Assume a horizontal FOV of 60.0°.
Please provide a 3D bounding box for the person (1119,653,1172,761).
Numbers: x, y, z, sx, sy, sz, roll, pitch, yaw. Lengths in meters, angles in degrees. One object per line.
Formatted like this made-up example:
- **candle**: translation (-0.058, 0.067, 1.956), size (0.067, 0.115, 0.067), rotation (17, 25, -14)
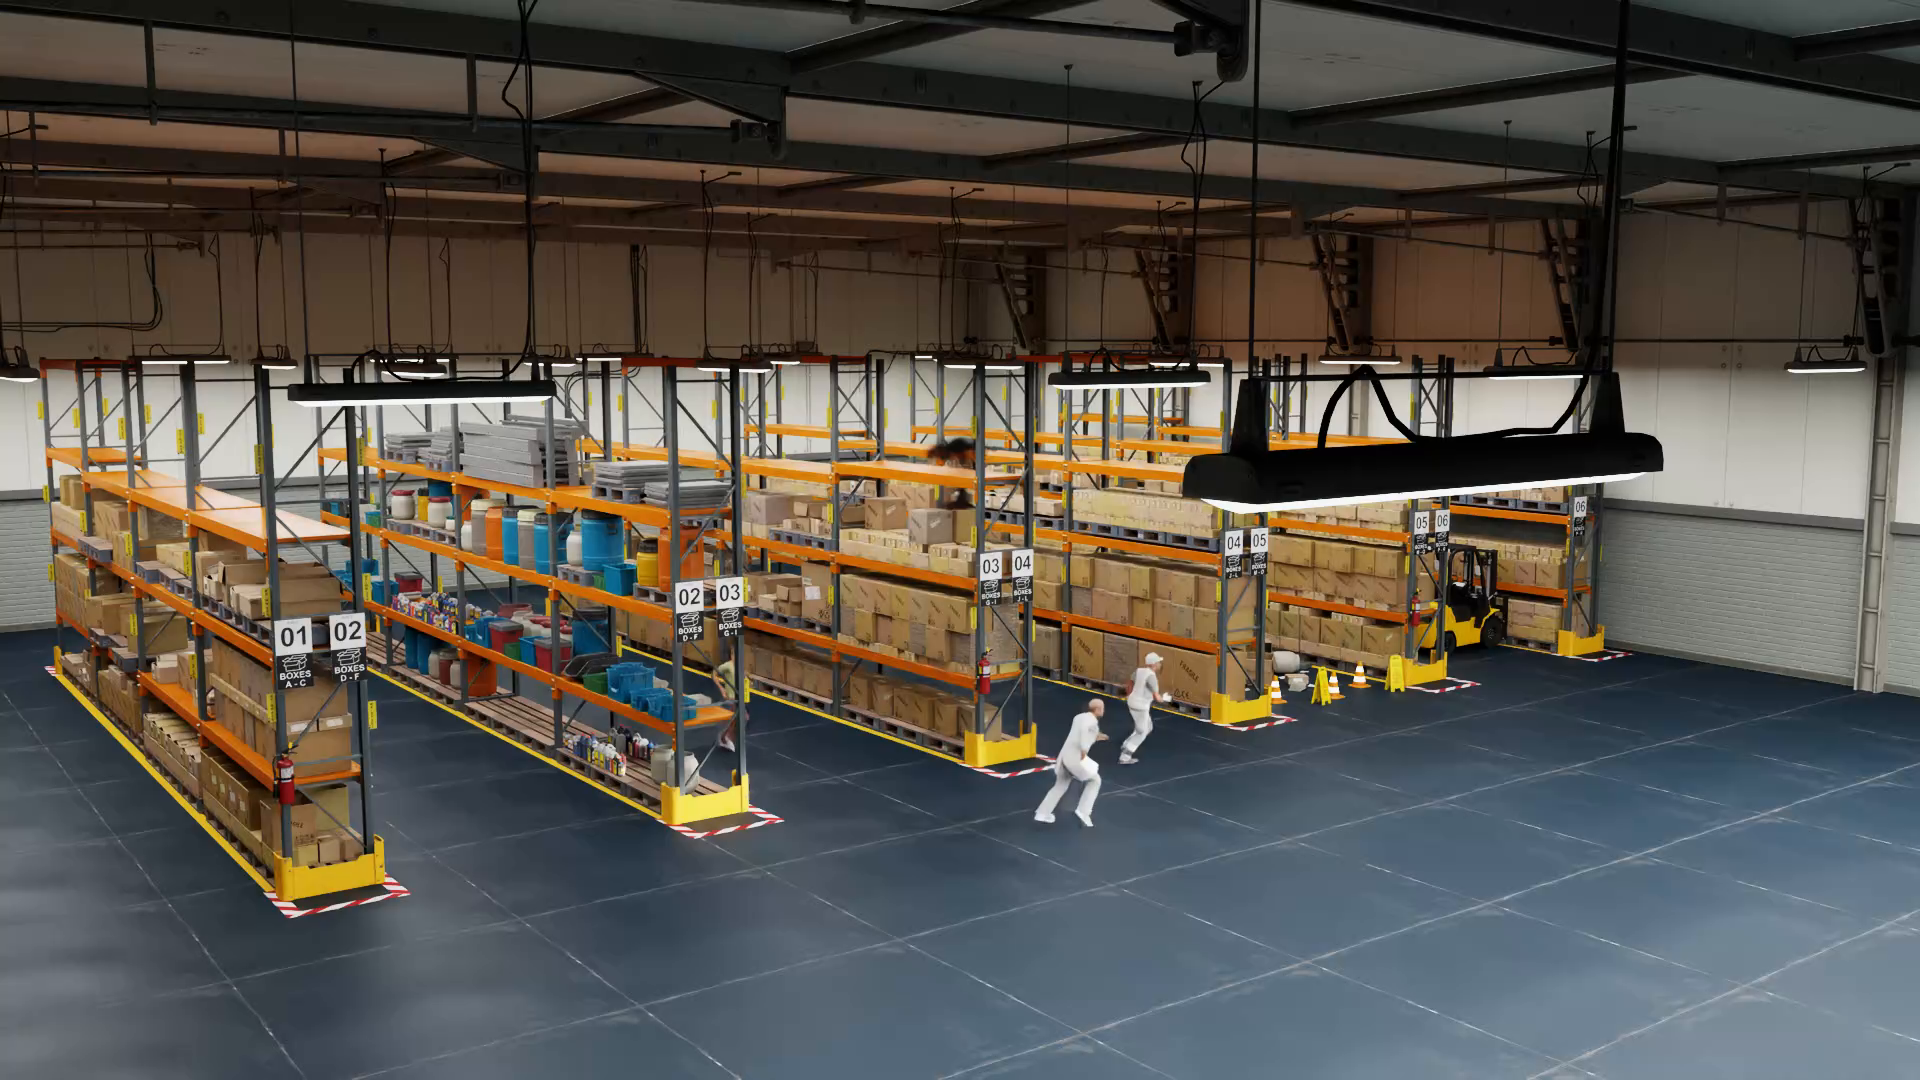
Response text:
- **person**: translation (2.772, 2.487, 24.915), size (0.800, 1.629, 0.684), rotation (-1, 7, -11)

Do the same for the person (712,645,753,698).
- **person**: translation (-3.435, 2.023, 25.560), size (0.557, 0.823, 0.565), rotation (4, 8, 32)

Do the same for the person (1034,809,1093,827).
- **person**: translation (1.356, 3.111, 21.670), size (0.844, 1.380, 0.261), rotation (-2, 7, -19)
